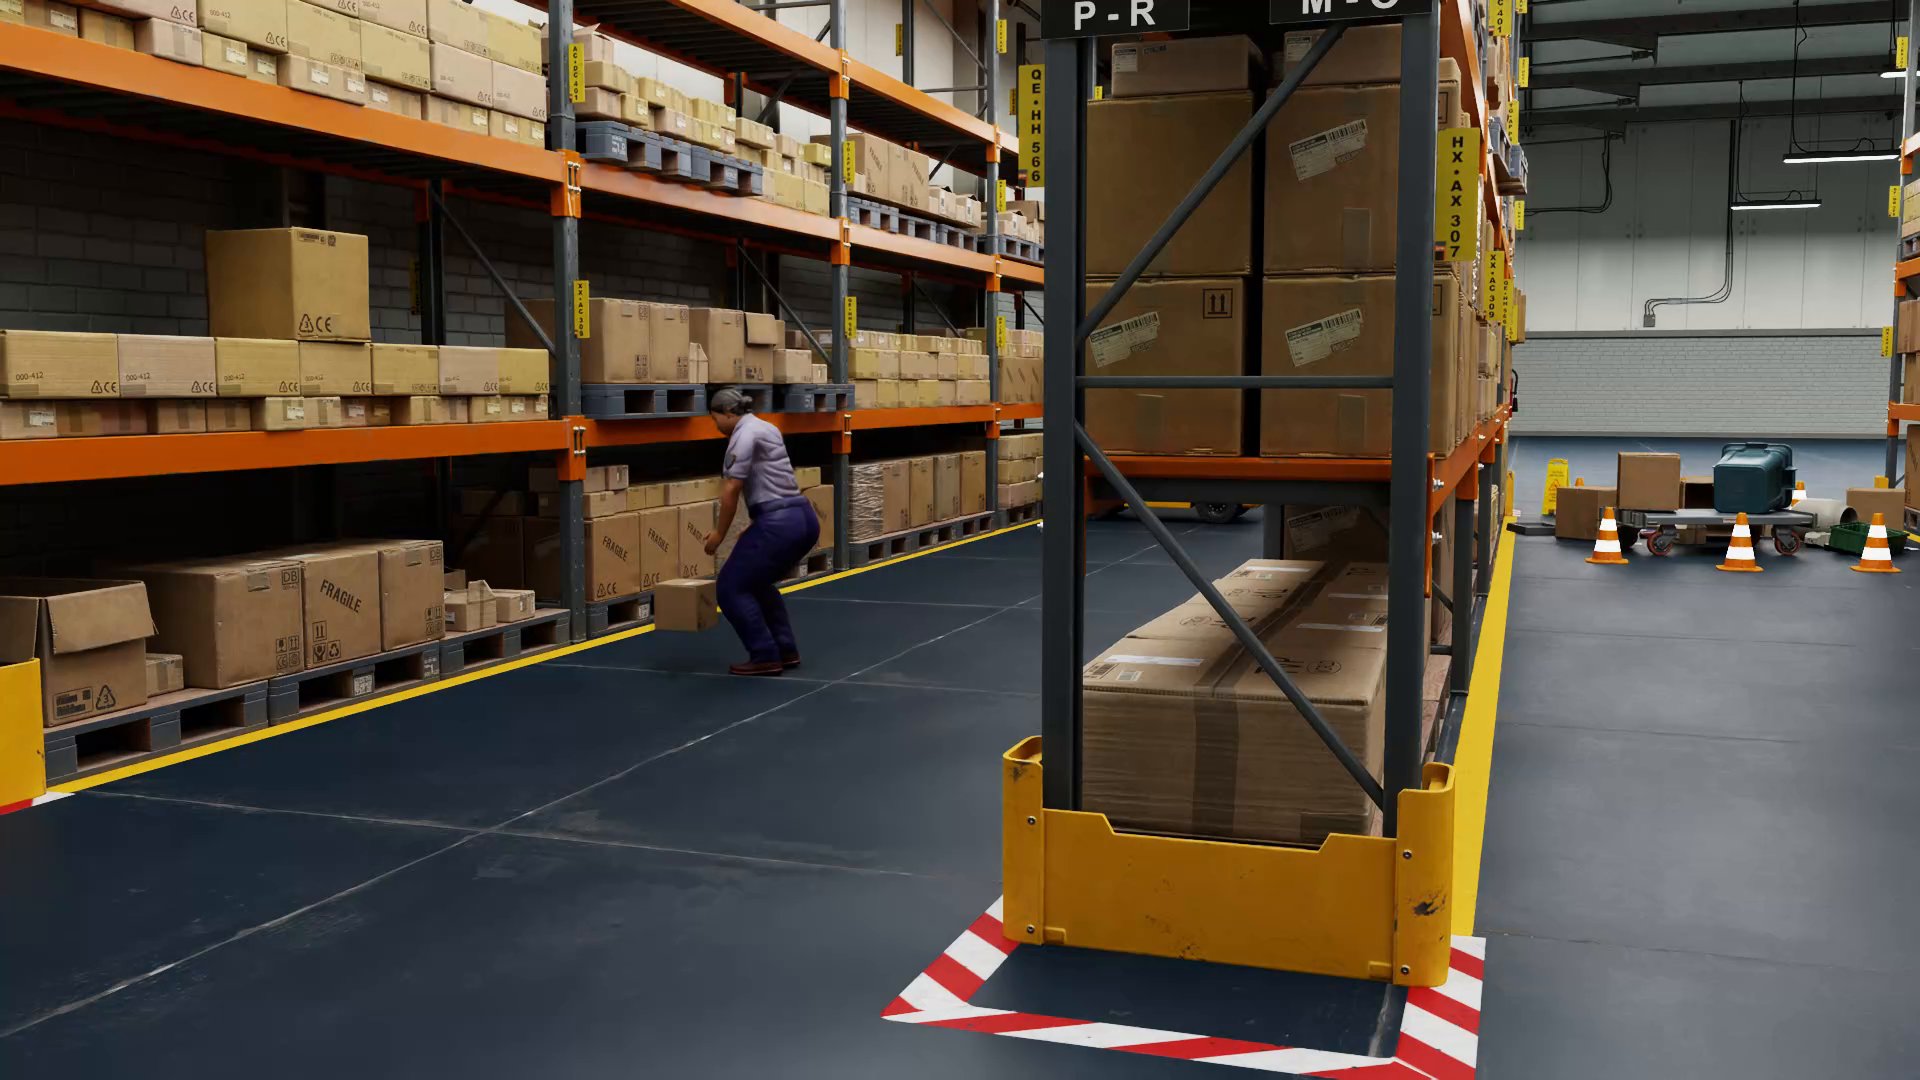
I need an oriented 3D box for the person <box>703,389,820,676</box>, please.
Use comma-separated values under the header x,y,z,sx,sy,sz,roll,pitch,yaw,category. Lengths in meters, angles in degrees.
x,y,z,sx,sy,sz,roll,pitch,yaw,category
-1.042,-0.042,8.708,0.551,1.490,0.518,2,6,19,person
